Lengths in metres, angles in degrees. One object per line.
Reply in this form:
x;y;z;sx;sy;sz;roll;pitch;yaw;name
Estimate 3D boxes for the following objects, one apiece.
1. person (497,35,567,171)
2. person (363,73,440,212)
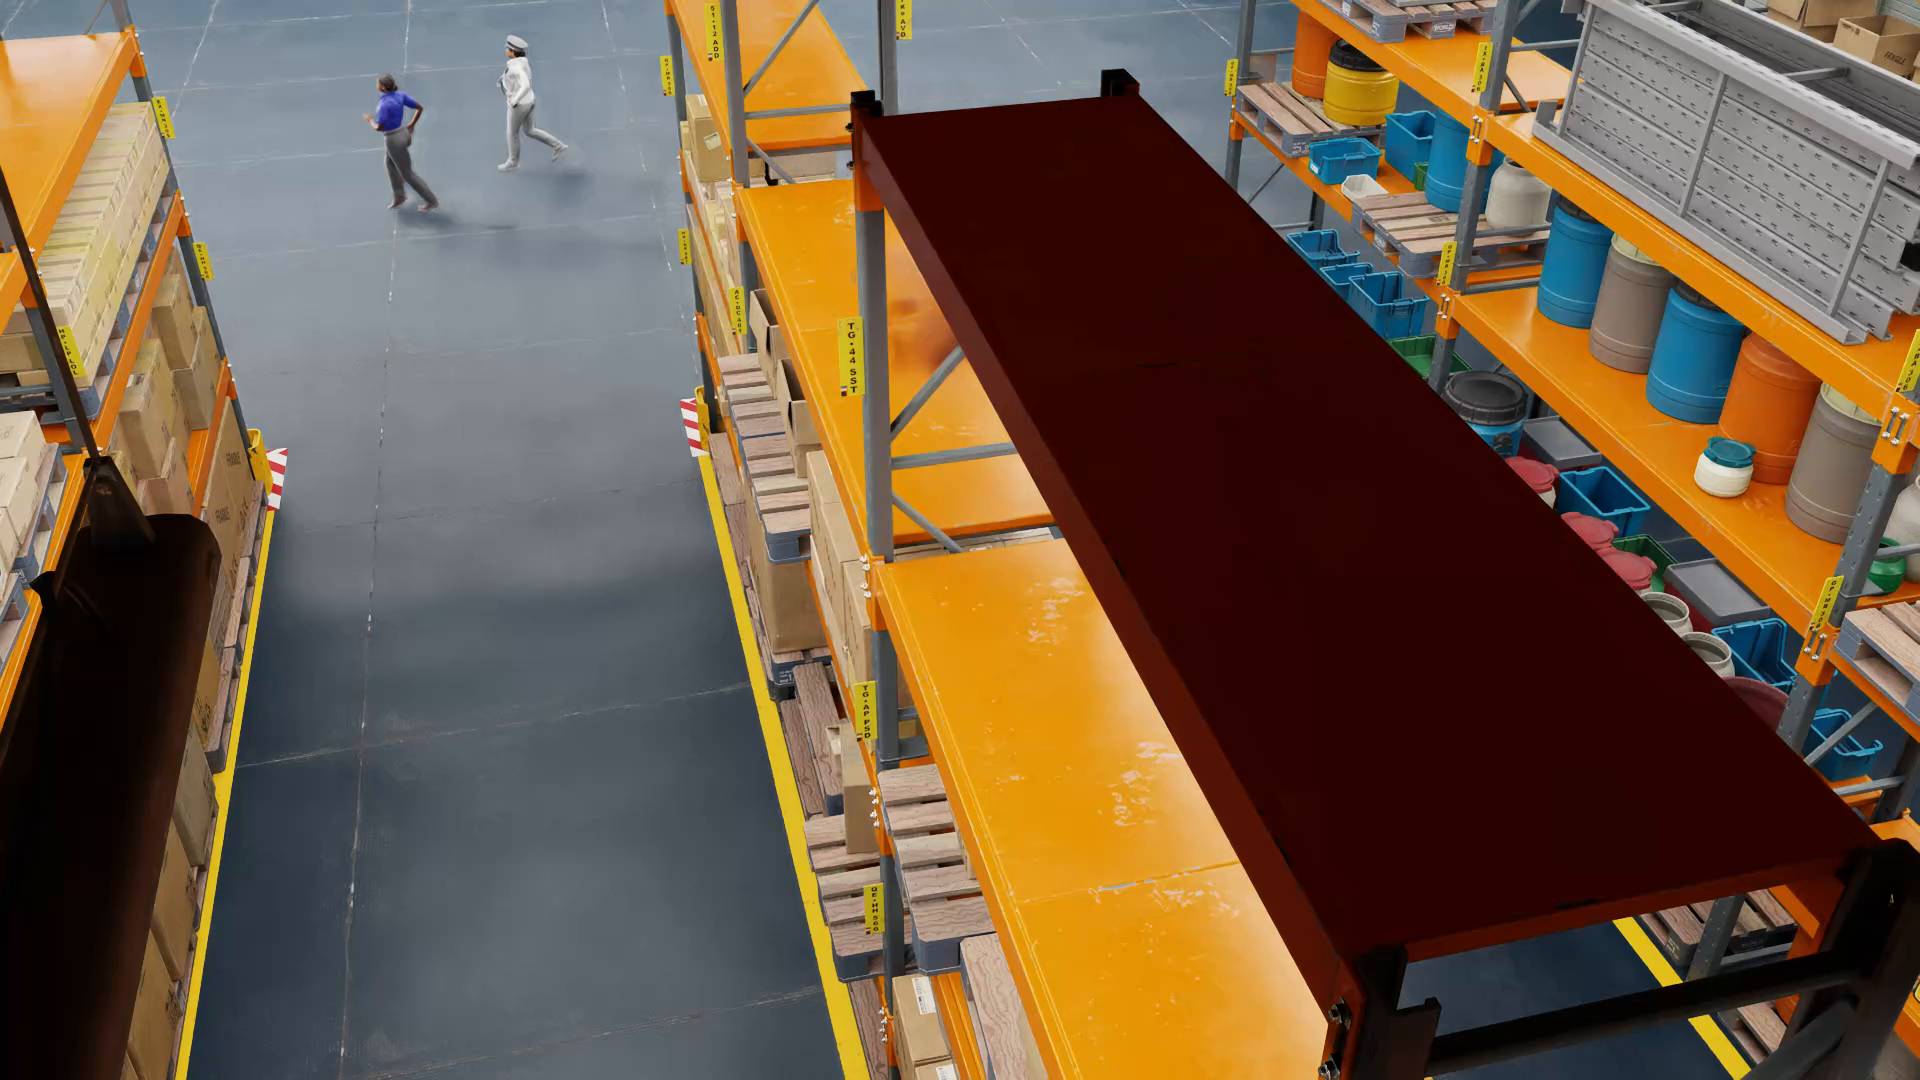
-5.376;-5.333;20.381;0.850;1.688;0.616;4;35;5;person
-6.516;-4.500;19.383;0.752;1.509;0.547;5;35;7;person
